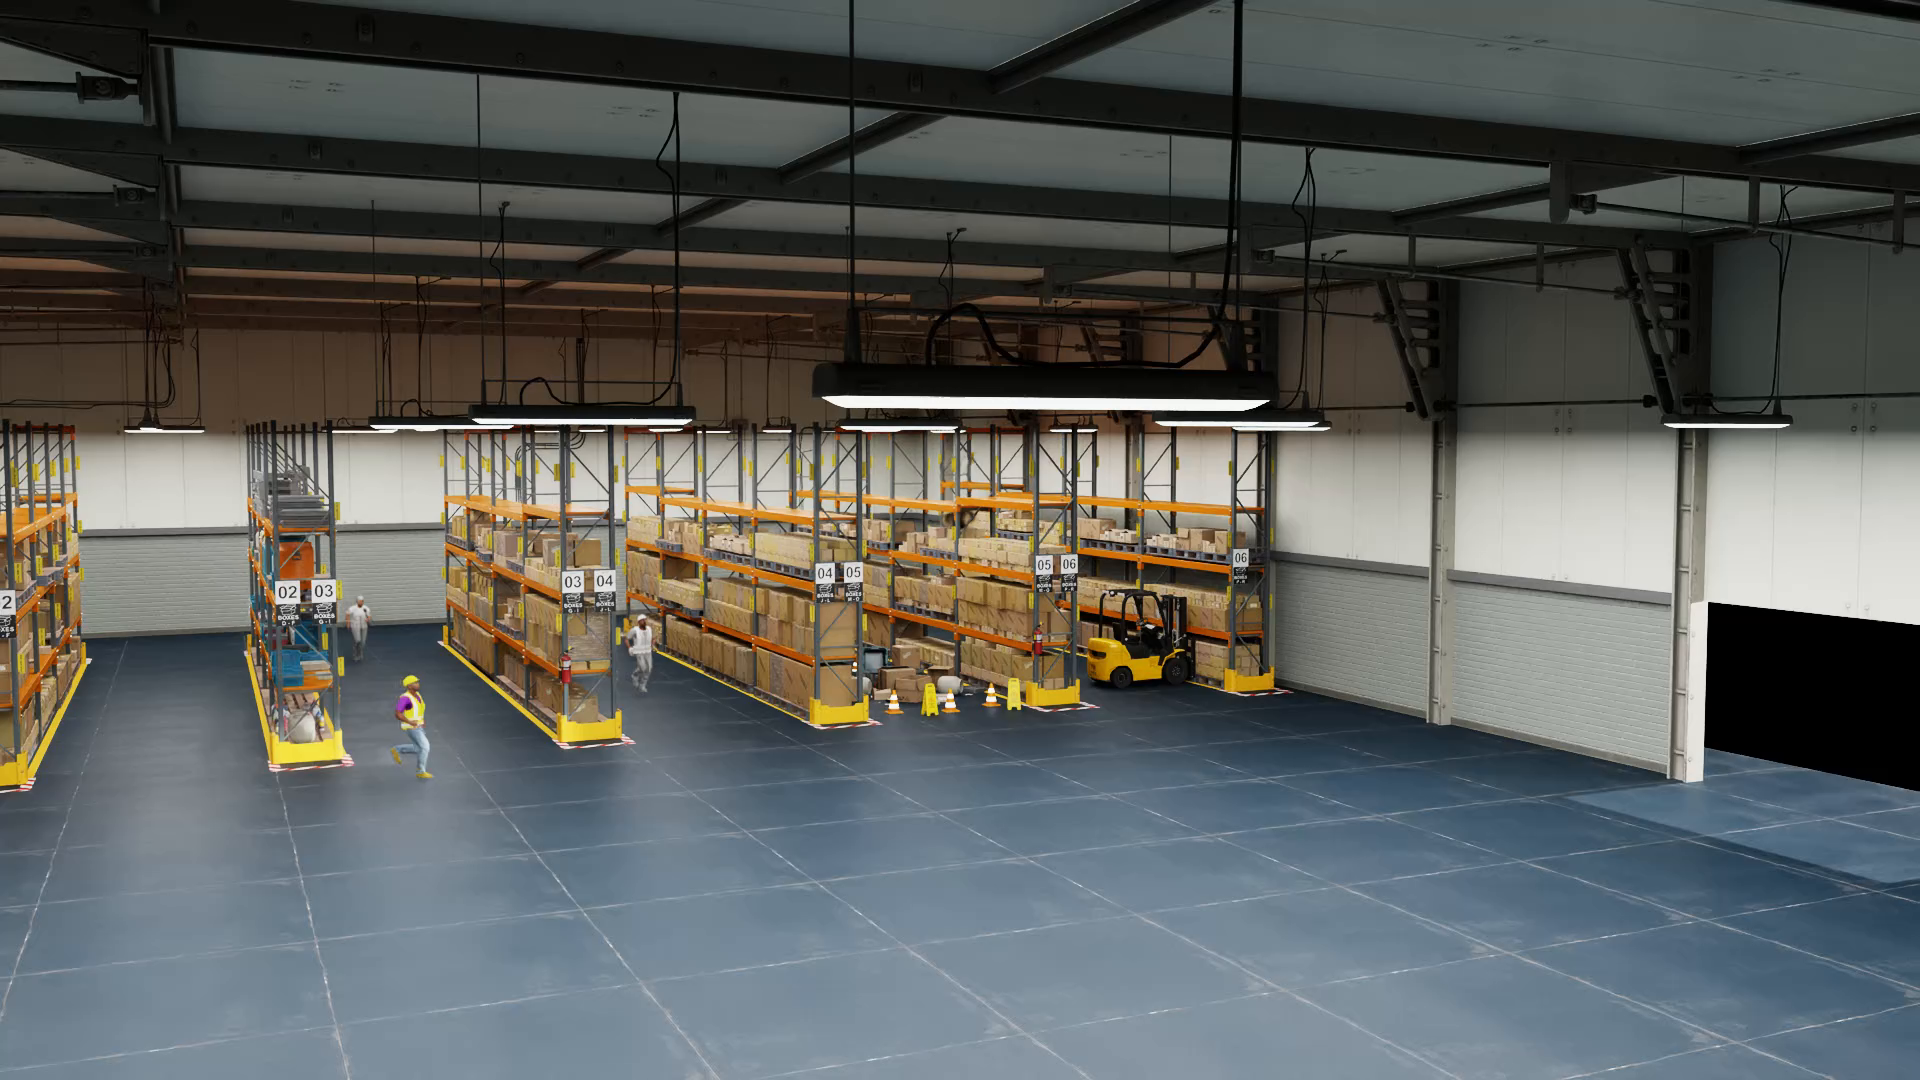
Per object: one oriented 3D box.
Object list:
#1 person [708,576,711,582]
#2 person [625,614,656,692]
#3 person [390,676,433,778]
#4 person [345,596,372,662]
[{"bbox_3d":[-7.332,1.888,48.348,0.535,1.678,1.108,-3,5,-43],"label":"person"},{"bbox_3d":[-7.081,2.533,37.152,0.674,1.737,0.592,-3,5,-38],"label":"person"},{"bbox_3d":[-9.221,3.134,27.899,0.759,1.725,0.715,0,4,1],"label":"person"},{"bbox_3d":[-15.271,2.258,42.307,0.573,1.673,0.765,-3,4,-36],"label":"person"}]
